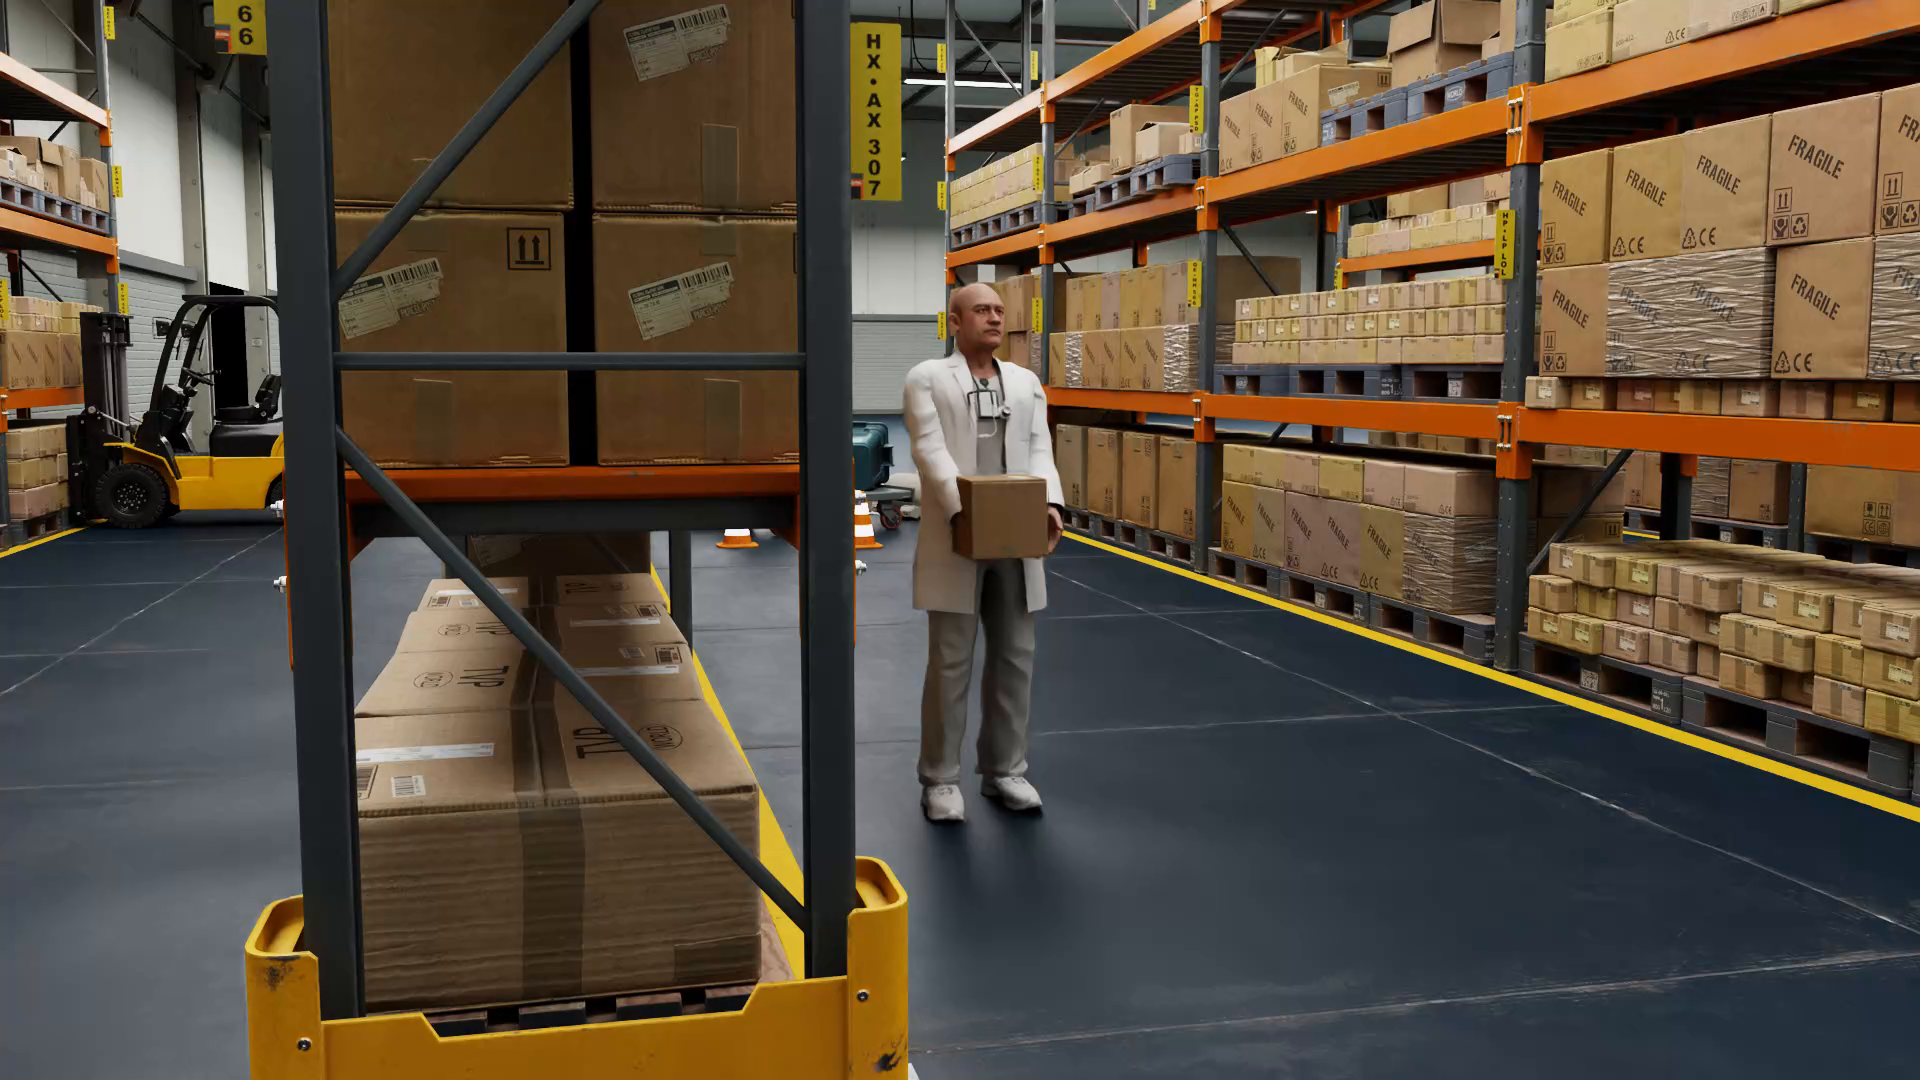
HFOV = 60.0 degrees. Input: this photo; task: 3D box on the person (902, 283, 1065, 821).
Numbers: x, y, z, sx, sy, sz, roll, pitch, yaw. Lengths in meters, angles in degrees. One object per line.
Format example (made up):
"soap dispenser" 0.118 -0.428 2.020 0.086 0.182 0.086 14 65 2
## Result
"person" 0.104 0.029 5.590 0.542 1.779 0.550 -3 7 -24
